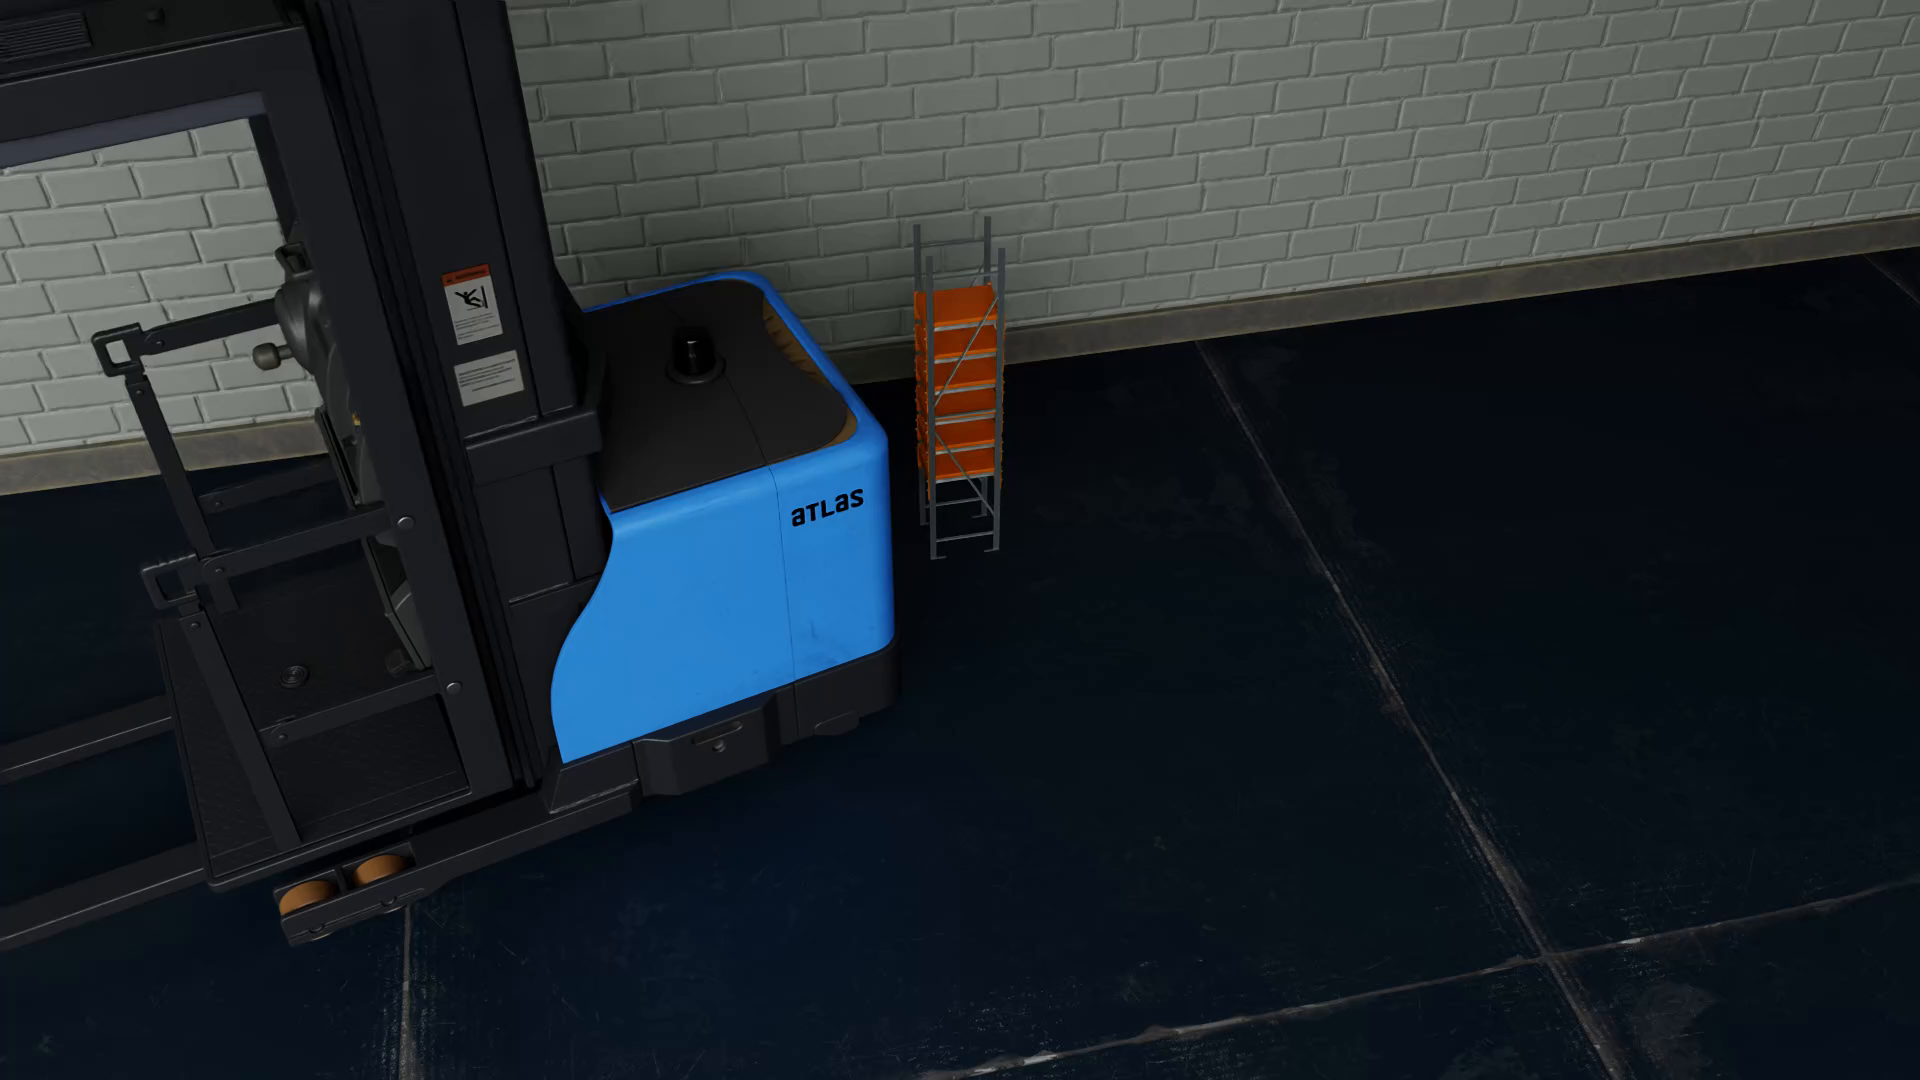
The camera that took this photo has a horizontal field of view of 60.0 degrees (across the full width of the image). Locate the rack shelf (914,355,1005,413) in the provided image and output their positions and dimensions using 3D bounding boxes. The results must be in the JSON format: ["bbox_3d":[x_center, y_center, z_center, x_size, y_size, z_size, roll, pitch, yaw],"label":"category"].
[{"bbox_3d":[-0.003,-0.515,5.312,0.258,0.103,0.180,-8,42,-9],"label":"rack shelf"}]

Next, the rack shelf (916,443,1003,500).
[{"bbox_3d":[-0.003,-0.245,5.551,0.258,0.103,0.180,-8,42,-9],"label":"rack shelf"}]

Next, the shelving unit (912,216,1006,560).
[{"bbox_3d":[-0.003,-0.458,5.362,0.258,1.200,0.189,-8,42,-9],"label":"shelving unit"}]

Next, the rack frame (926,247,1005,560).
[{"bbox_3d":[0.017,-0.399,5.295,0.240,1.200,0.006,-8,42,-9],"label":"rack frame"}]

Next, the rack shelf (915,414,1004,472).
[{"bbox_3d":[-0.003,-0.335,5.471,0.258,0.103,0.180,-8,42,-9],"label":"rack shelf"}]

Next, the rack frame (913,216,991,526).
[{"bbox_3d":[-0.023,-0.517,5.429,0.240,1.200,0.006,-8,42,-9],"label":"rack frame"}]

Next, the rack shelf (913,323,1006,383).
[{"bbox_3d":[-0.003,-0.604,5.232,0.258,0.103,0.180,-8,42,-9],"label":"rack shelf"}]

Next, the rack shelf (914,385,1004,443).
[{"bbox_3d":[-0.003,-0.425,5.392,0.258,0.103,0.180,-8,42,-9],"label":"rack shelf"}]

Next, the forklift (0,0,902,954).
[{"bbox_3d":[-1.730,-0.411,4.005,3.031,2.935,1.130,-19,45,-20],"label":"forklift"}]

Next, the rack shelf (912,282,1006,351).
[{"bbox_3d":[-0.003,-0.694,5.153,0.258,0.103,0.180,-8,42,-9],"label":"rack shelf"}]
